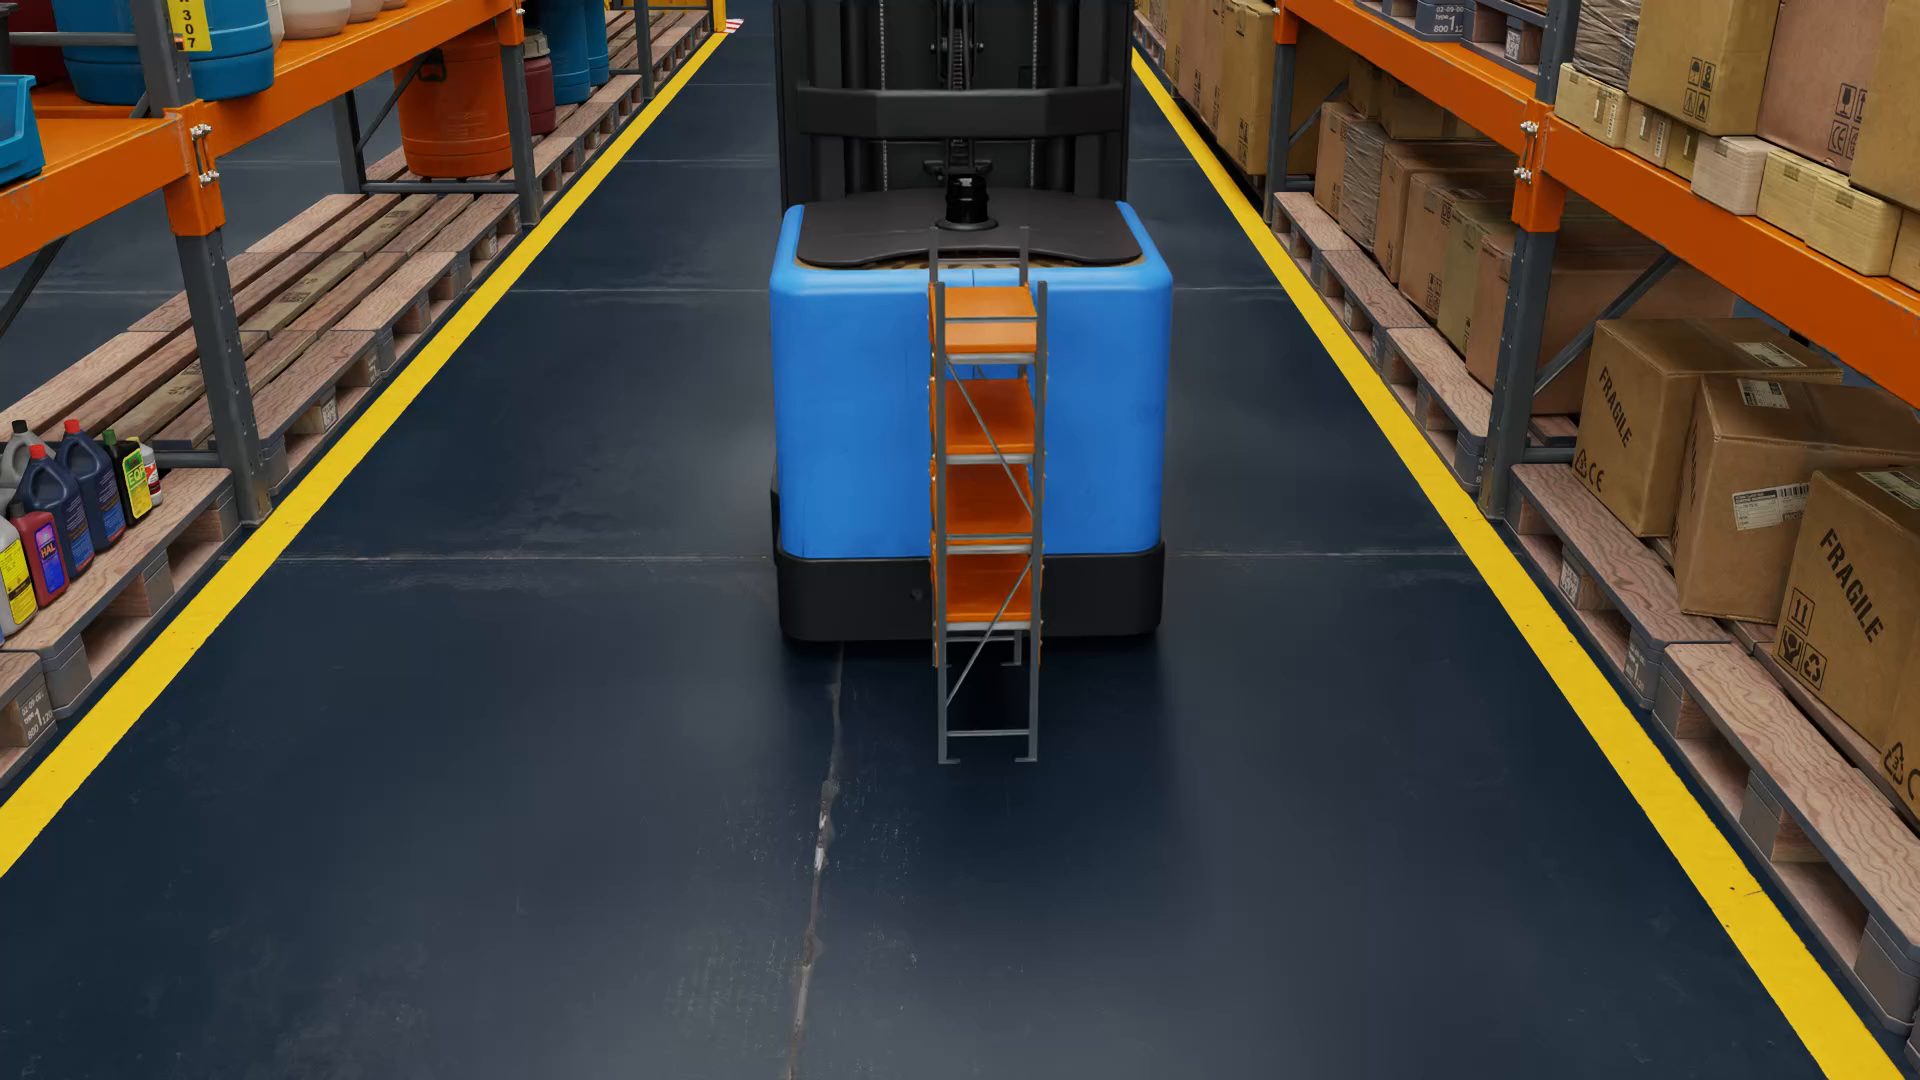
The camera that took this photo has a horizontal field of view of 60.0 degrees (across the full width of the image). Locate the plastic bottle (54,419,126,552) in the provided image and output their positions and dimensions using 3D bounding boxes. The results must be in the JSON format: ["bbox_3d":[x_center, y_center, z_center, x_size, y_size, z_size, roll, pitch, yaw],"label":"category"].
[{"bbox_3d":[-2.453,-0.158,4.639,0.144,0.351,0.185,-1,24,-2],"label":"plastic bottle"}]

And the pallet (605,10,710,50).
[{"bbox_3d":[-2.908,-4.763,15.524,1.003,0.211,1.213,0,24,-1],"label":"pallet"}]

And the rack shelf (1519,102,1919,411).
[{"bbox_3d":[2.227,-0.299,3.143,1.077,0.370,4.000,0,24,-1],"label":"rack shelf"}]

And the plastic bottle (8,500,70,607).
[{"bbox_3d":[-2.407,0.019,4.330,0.061,0.283,0.133,1,24,3],"label":"plastic bottle"}]

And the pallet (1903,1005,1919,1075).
[{"bbox_3d":[2.274,1.102,2.557,1.003,0.211,1.213,0,24,-1],"label":"pallet"}]

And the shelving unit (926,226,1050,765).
[{"bbox_3d":[0.057,-0.106,4.028,0.258,1.200,0.503,-1,24,-2],"label":"shelving unit"}]

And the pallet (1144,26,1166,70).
[{"bbox_3d":[2.171,-4.294,14.488,1.003,0.211,1.213,0,24,-1],"label":"pallet"}]

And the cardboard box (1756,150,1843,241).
[{"bbox_3d":[1.945,-0.731,3.531,0.380,0.149,0.250,0,24,-1],"label":"cardboard box"}]

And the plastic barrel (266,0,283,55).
[{"bbox_3d":[-2.539,-1.885,5.614,0.433,0.535,0.433,0,24,0],"label":"plastic barrel"}]

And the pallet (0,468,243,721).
[{"bbox_3d":[-2.782,0.119,4.730,1.003,0.211,1.213,0,24,-1],"label":"pallet"}]

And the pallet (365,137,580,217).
[{"bbox_3d":[-2.842,-2.131,9.705,1.003,0.211,1.213,0,24,-1],"label":"pallet"}]

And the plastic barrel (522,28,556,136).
[{"bbox_3d":[-2.826,-2.836,10.297,0.600,0.588,0.708,0,24,-1],"label":"plastic barrel"}]

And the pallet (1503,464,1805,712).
[{"bbox_3d":[2.248,0.097,4.780,1.003,0.211,1.213,0,24,-1],"label":"pallet"}]

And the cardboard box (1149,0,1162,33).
[{"bbox_3d":[2.171,-4.980,14.690,0.875,0.875,0.875,0,24,-1],"label":"cardboard box"}]

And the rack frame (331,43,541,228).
[{"bbox_3d":[-2.791,-3.077,8.412,1.000,3.000,0.127,0,24,-1],"label":"rack frame"}]

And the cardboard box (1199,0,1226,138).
[{"bbox_3d":[2.173,-2.974,10.254,1.225,0.875,0.875,0,24,0],"label":"cardboard box"}]

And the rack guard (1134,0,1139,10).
[{"bbox_3d":[2.074,-5.266,16.287,1.175,0.500,0.348,0,24,-1],"label":"rack guard"}]

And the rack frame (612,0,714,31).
[{"bbox_3d":[-2.879,-6.373,15.701,1.000,3.000,0.127,0,24,-1],"label":"rack frame"}]

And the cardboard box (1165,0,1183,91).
[{"bbox_3d":[2.145,-3.707,11.874,1.225,0.875,0.875,0,24,0],"label":"cardboard box"}]

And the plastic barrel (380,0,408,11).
[{"bbox_3d":[-2.562,-2.531,7.070,0.421,0.512,0.421,0,24,0],"label":"plastic barrel"}]

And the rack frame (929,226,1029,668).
[{"bbox_3d":[0.046,-0.206,4.250,0.240,1.200,0.015,-1,24,-2],"label":"rack frame"}]

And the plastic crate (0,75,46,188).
[{"bbox_3d":[-2.464,-0.906,3.793,0.499,0.251,0.616,0,24,-1],"label":"plastic crate"}]

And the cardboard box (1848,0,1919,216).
[{"bbox_3d":[2.189,-0.828,2.958,0.875,0.500,0.500,0,24,-1],"label":"cardboard box"}]

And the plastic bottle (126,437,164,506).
[{"bbox_3d":[-2.432,-0.206,4.927,0.097,0.201,0.097,0,24,0],"label":"plastic bottle"}]

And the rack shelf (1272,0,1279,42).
[{"bbox_3d":[2.139,-3.595,10.432,1.077,0.370,4.000,0,24,-1],"label":"rack shelf"}]

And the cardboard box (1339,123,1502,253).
[{"bbox_3d":[2.207,-1.656,7.771,0.700,0.500,0.500,-2,24,-5],"label":"cardboard box"}]

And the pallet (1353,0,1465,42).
[{"bbox_3d":[2.224,-2.196,6.698,1.003,0.211,1.213,0,24,-1],"label":"pallet"}]

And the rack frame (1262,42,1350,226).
[{"bbox_3d":[2.161,-3.099,8.462,1.000,3.000,0.127,0,24,-1],"label":"rack frame"}]

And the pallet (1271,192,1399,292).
[{"bbox_3d":[2.168,-1.506,8.324,1.003,0.211,1.213,0,24,-1],"label":"pallet"}]

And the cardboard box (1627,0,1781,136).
[{"bbox_3d":[2.118,-1.240,3.869,0.875,0.500,0.500,0,24,-1],"label":"cardboard box"}]

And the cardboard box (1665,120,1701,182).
[{"bbox_3d":[1.939,-0.937,3.987,0.380,0.149,0.250,0,24,-1],"label":"cardboard box"}]

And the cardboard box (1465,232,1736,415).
[{"bbox_3d":[2.220,-0.765,5.801,0.700,0.500,0.500,-2,24,-5],"label":"cardboard box"}]

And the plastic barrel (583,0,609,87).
[{"bbox_3d":[-2.846,-3.736,11.907,0.600,0.901,0.708,0,24,-1],"label":"plastic barrel"}]

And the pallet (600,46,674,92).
[{"bbox_3d":[-2.882,-3.757,13.301,1.003,0.211,1.213,0,24,-1],"label":"pallet"}]

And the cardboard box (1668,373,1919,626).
[{"bbox_3d":[2.183,-0.102,4.359,0.500,0.500,0.500,8,25,16],"label":"cardboard box"}]

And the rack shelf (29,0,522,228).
[{"bbox_3d":[-2.770,-1.925,6.738,1.077,0.370,4.000,0,24,-1],"label":"rack shelf"}]

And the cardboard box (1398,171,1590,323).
[{"bbox_3d":[2.227,-1.192,6.746,0.700,0.500,0.500,-2,24,-5],"label":"cardboard box"}]

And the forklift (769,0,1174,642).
[{"bbox_3d":[-0.031,-1.627,5.291,1.130,2.935,3.031,-1,24,-2],"label":"forklift"}]

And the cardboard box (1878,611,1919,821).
[{"bbox_3d":[2.230,0.384,3.285,0.500,0.500,0.500,2,24,4],"label":"cardboard box"}]

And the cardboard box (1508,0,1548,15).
[{"bbox_3d":[2.336,-2.243,5.332,1.000,1.000,1.000,0,24,0],"label":"cardboard box"}]

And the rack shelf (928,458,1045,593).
[{"bbox_3d":[0.057,-0.044,4.056,0.258,0.148,0.480,-1,24,-2],"label":"rack shelf"}]

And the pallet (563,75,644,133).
[{"bbox_3d":[-2.868,-3.136,11.928,1.003,0.211,1.213,0,24,-1],"label":"pallet"}]

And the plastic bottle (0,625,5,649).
[{"bbox_3d":[-2.449,0.155,4.038,0.152,0.276,0.135,0,24,0],"label":"plastic bottle"}]

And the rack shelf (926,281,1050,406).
[{"bbox_3d":[0.057,-0.464,3.866,0.258,0.148,0.480,-1,24,-2],"label":"rack shelf"}]

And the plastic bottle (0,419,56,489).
[{"bbox_3d":[-2.597,-0.157,4.638,0.144,0.351,0.185,0,24,-1],"label":"plastic bottle"}]

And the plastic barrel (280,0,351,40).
[{"bbox_3d":[-2.547,-2.188,6.282,0.433,0.535,0.433,0,24,0],"label":"plastic barrel"}]

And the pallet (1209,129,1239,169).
[{"bbox_3d":[2.218,-2.655,10.864,1.003,0.211,1.213,0,24,-1],"label":"pallet"}]

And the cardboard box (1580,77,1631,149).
[{"bbox_3d":[1.896,-1.143,4.442,0.380,0.149,0.250,0,24,-1],"label":"cardboard box"}]

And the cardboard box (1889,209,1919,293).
[{"bbox_3d":[1.984,-0.525,3.076,0.380,0.149,0.250,0,24,-1],"label":"cardboard box"}]

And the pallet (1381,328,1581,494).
[{"bbox_3d":[2.195,-0.501,6.101,1.003,0.211,1.213,0,24,-1],"label":"pallet"}]

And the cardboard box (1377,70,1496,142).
[{"bbox_3d":[2.215,-2.008,7.638,0.500,0.250,0.500,2,24,5],"label":"cardboard box"}]

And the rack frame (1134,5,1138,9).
[{"bbox_3d":[2.074,-6.395,15.750,1.000,3.000,0.127,0,24,-1],"label":"rack frame"}]

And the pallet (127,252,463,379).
[{"bbox_3d":[-2.811,-0.985,7.172,1.003,0.211,1.213,0,24,-1],"label":"pallet"}]
